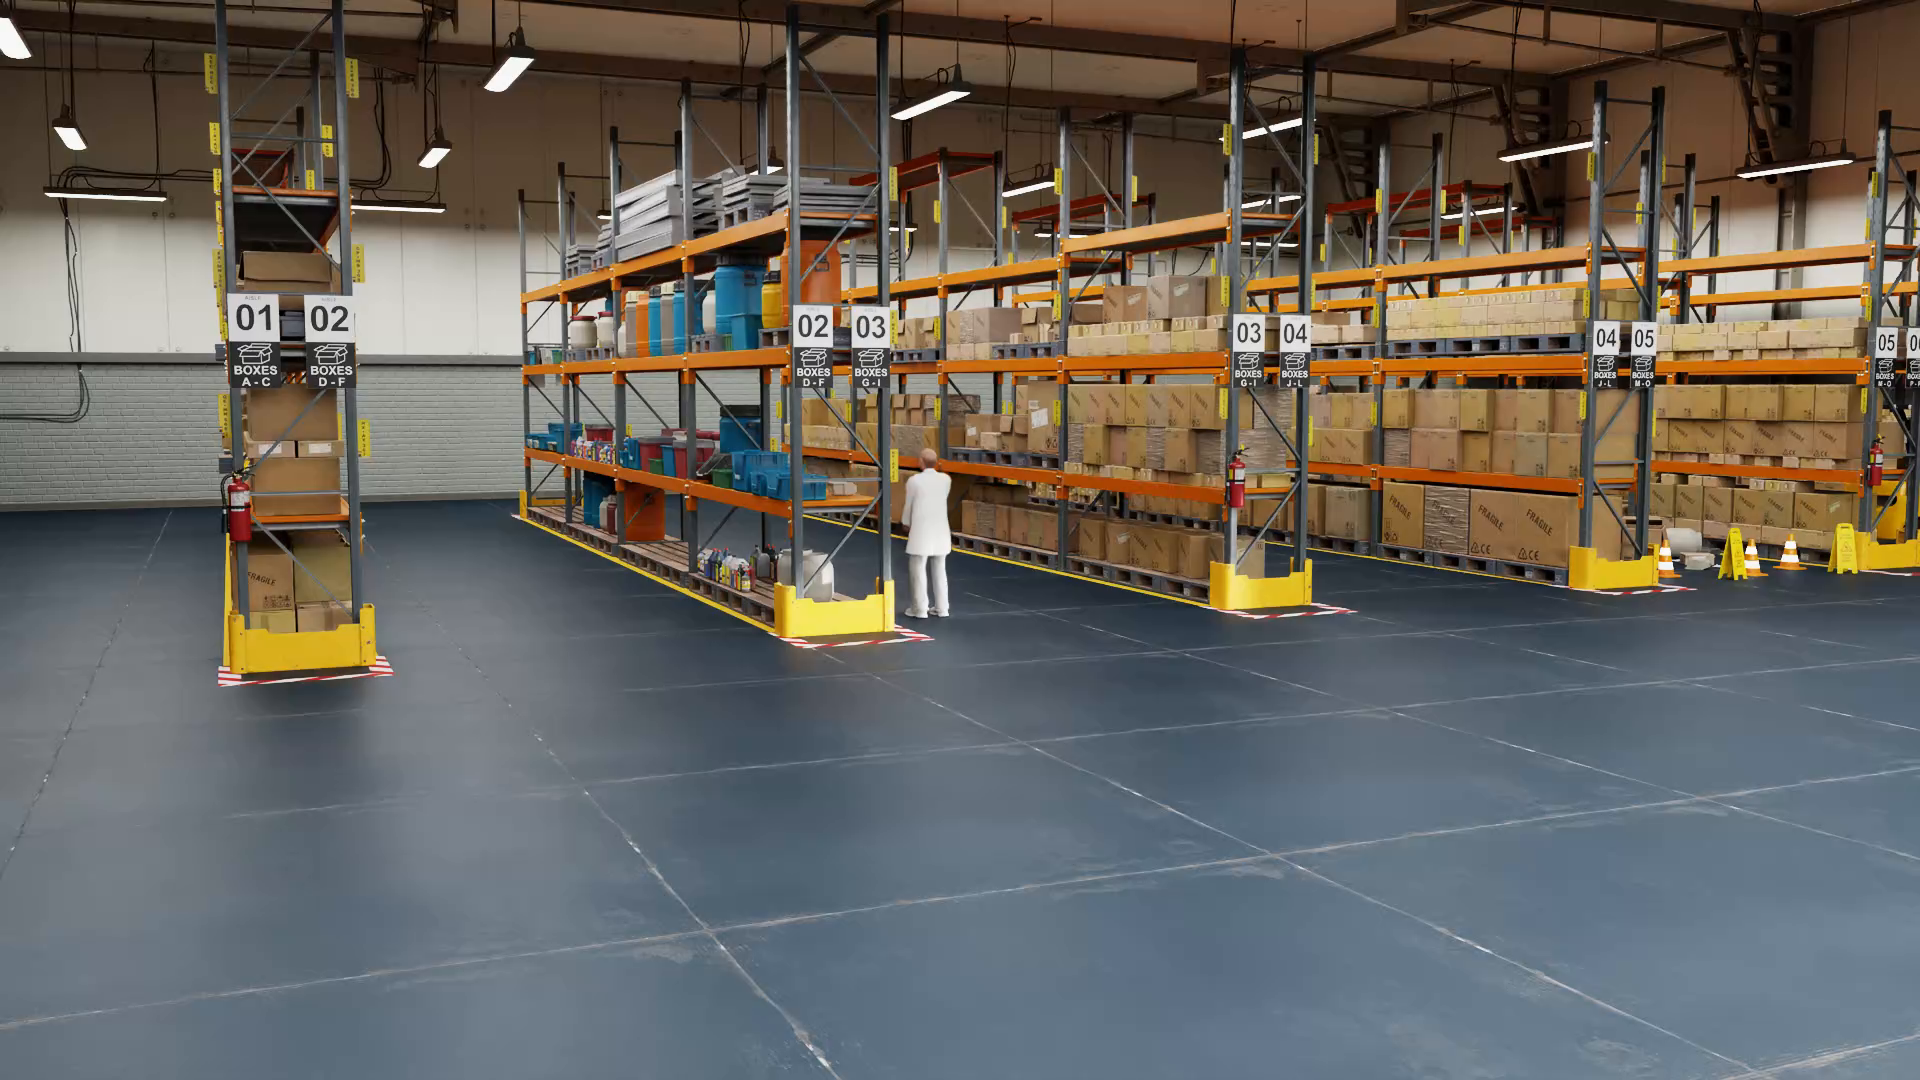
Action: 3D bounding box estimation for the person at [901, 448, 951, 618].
[{"bbox_3d":[-0.377,-0.082,17.601,0.526,1.780,0.551,-3,6,-27],"label":"person"}]
